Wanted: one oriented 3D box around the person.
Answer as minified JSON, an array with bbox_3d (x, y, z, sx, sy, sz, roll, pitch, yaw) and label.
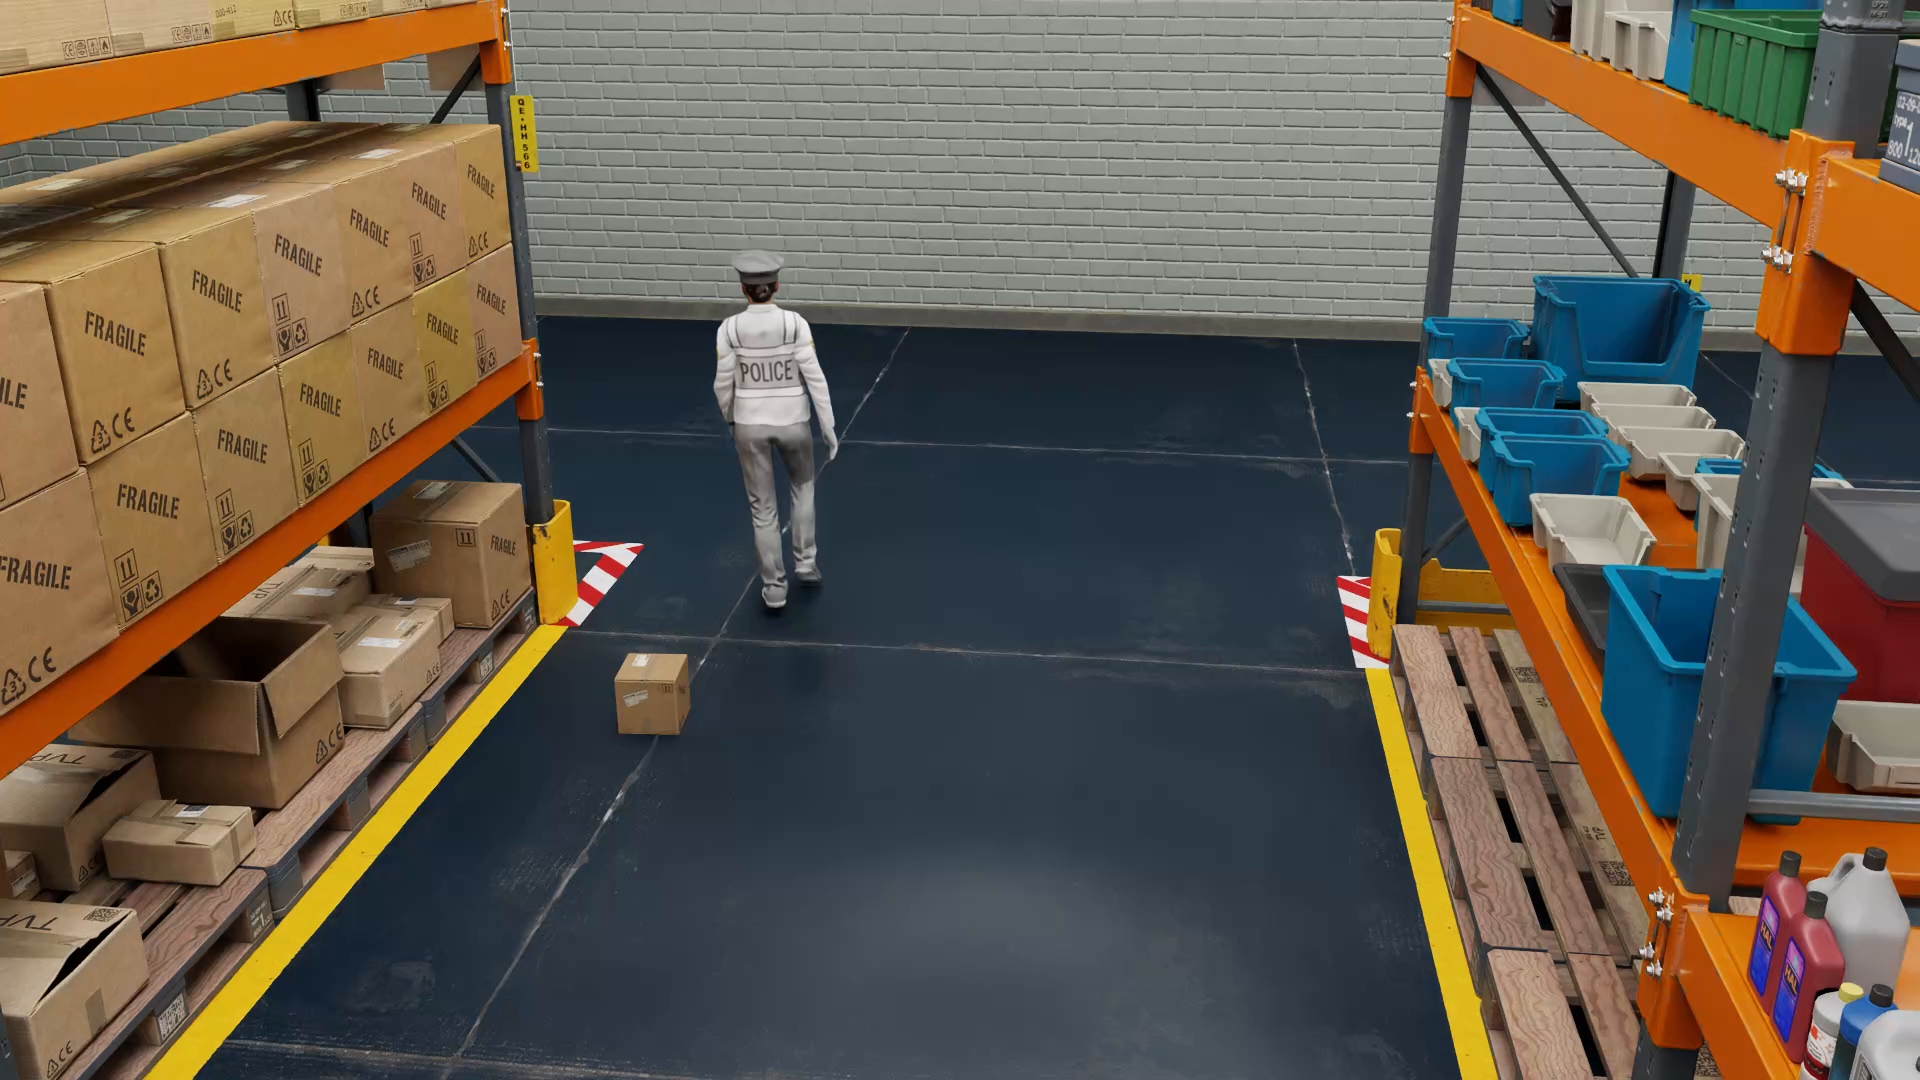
[{"bbox_3d":[-0.868,-0.494,7.857,0.563,1.719,0.528,-3,21,-7],"label":"person"}]
